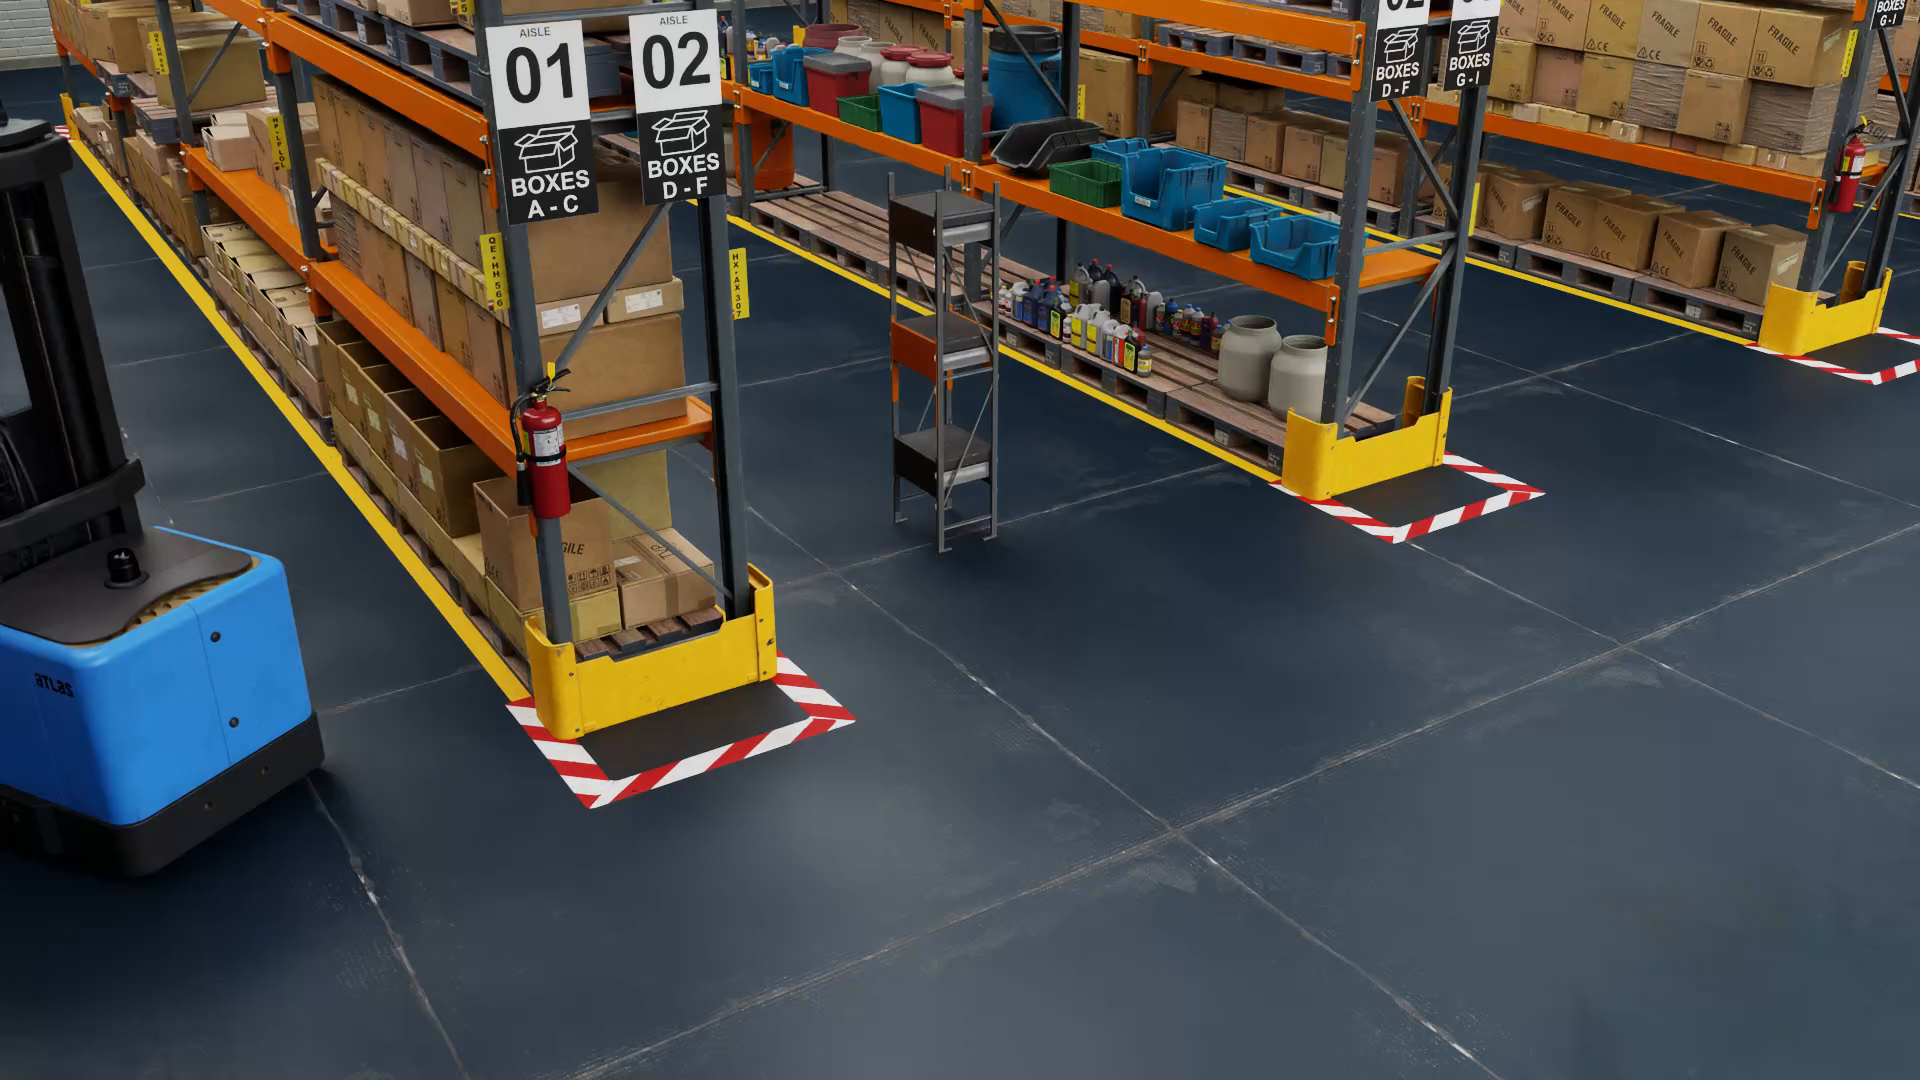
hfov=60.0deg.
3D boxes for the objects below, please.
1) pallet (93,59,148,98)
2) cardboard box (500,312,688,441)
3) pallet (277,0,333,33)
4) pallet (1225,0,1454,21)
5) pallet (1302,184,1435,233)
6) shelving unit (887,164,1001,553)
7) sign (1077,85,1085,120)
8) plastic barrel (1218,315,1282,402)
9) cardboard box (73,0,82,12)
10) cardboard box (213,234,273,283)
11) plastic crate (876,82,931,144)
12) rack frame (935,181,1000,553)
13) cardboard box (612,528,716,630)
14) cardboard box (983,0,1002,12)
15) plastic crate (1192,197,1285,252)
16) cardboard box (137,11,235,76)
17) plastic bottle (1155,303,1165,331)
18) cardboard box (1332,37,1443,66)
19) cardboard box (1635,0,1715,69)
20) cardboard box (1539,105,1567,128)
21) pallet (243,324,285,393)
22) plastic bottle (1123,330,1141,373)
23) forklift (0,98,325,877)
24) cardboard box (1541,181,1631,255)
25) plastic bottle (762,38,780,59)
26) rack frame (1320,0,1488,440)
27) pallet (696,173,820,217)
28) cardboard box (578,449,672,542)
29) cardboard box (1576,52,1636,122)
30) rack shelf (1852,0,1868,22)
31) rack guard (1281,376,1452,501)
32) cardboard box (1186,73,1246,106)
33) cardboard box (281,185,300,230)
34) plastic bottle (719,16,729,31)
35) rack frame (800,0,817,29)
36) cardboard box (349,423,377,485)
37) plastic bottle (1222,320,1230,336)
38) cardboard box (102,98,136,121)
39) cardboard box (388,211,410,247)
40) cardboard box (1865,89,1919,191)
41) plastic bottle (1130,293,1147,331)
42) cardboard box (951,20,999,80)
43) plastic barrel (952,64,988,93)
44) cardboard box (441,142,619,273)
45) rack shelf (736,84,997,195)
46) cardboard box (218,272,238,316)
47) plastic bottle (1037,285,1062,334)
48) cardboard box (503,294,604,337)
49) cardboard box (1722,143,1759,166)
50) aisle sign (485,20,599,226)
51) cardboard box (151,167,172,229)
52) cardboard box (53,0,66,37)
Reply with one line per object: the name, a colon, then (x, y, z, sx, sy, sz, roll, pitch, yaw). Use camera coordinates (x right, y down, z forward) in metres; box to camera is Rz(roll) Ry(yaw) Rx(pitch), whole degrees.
pallet: (-7.693, -4.510, 16.015, 1.003, 0.211, 1.213, -16, 29, -30)
cardboard box: (-1.731, -0.831, 7.880, 0.700, 0.500, 0.500, -16, 29, -30)
pallet: (-3.184, -3.064, 9.317, 1.003, 0.211, 1.213, -16, 29, -30)
pallet: (2.295, -3.359, 10.059, 1.003, 0.211, 1.213, -16, 29, -30)
pallet: (4.205, -3.371, 16.644, 1.003, 0.211, 1.213, -16, 29, -30)
shelving unit: (-0.090, -1.009, 9.427, 0.431, 2.100, 0.503, -16, 29, -30)
sign: (0.948, -3.449, 13.219, 0.100, 0.325, 0.005, -16, 29, -30)
plastic barrel: (1.968, -1.231, 11.266, 0.421, 0.512, 0.421, 0, 25, 0)
cardboard box: (-8.813, -5.709, 17.041, 0.500, 0.500, 0.500, -16, 30, -31)
cardboard box: (-5.521, -2.236, 13.045, 0.500, 0.311, 0.500, -16, 30, -31)
plastic crate: (-0.381, -3.515, 13.700, 0.392, 0.384, 0.575, -16, 29, -30)
rack frame: (0.043, -0.921, 9.242, 0.400, 2.100, 0.015, -16, 29, -30)
cardboard box: (-1.594, 0.194, 8.555, 0.500, 0.250, 0.500, -16, 29, -30)
cardboard box: (0.581, -6.858, 20.647, 0.500, 0.500, 0.500, -15, 29, -29)
plastic crate: (1.791, -2.045, 10.742, 0.499, 0.251, 0.408, -16, 29, -30)
cardboard box: (-7.022, -4.526, 15.214, 0.500, 0.500, 0.700, 21, 33, 37)
plastic bottle: (1.528, -1.691, 12.581, 0.097, 0.201, 0.097, 0, 25, 0)
cardboard box: (4.315, -5.132, 15.913, 1.000, 1.000, 1.000, -15, 29, -29)
cardboard box: (5.759, -4.051, 13.181, 0.500, 0.500, 0.500, -16, 29, -30)
cardboard box: (5.200, -3.652, 14.267, 0.380, 0.149, 0.250, -16, 29, -30)
pallet: (-4.776, -1.477, 12.631, 1.003, 0.211, 1.213, -16, 29, -30)
plastic bottle: (1.216, -1.332, 11.724, 0.061, 0.283, 0.133, -15, 29, -28)
forklift: (-4.415, -0.374, 7.110, 3.031, 2.935, 1.130, 12, 28, 24)
cardboard box: (5.540, -2.854, 14.719, 0.500, 0.500, 0.500, -19, 31, -34)
plastic bottle: (-1.920, -4.970, 16.910, 0.152, 0.276, 0.135, -16, 29, -30)
rack frame: (2.665, -1.769, 9.984, 1.000, 3.000, 0.127, -16, 29, -30)
pallet: (-2.168, -3.642, 17.217, 1.003, 0.211, 1.213, -16, 29, -30)
cardboard box: (-1.868, -0.324, 8.773, 0.500, 0.500, 0.500, -16, 29, -30)
cardboard box: (5.664, -3.828, 13.879, 0.875, 0.500, 0.500, -16, 29, -30)
rack shelf: (5.723, -4.670, 13.457, 1.077, 0.370, 4.000, -16, 29, -30)
rack guard: (2.584, -0.655, 10.552, 1.175, 0.500, 0.348, -16, 29, -30)
cardboard box: (2.839, -4.960, 18.277, 0.500, 0.250, 0.500, -14, 29, -28)
cardboard box: (-4.305, -2.258, 11.176, 0.396, 0.266, 0.258, -16, 30, -31)
plastic bottle: (-2.509, -5.392, 17.717, 0.144, 0.351, 0.185, -16, 29, -30)
rack frame: (-1.920, -8.646, 24.552, 1.000, 3.000, 0.127, -16, 29, -30)
cardboard box: (-3.403, -0.577, 10.187, 0.500, 0.250, 0.500, -16, 29, -30)
plastic bottle: (1.936, -1.455, 12.000, 0.097, 0.271, 0.097, 0, 25, 0)
cardboard box: (-9.068, -4.649, 18.493, 0.797, 0.503, 0.637, -16, 29, -30)
cardboard box: (-2.838, -1.691, 8.941, 0.380, 0.149, 0.250, -16, 30, -30)
cardboard box: (9.622, -4.140, 17.003, 0.875, 0.875, 0.875, -15, 29, -29)
plastic bottle: (1.352, -1.739, 12.587, 0.061, 0.283, 0.133, -16, 29, -30)
cardboard box: (0.630, -6.220, 21.410, 1.225, 0.875, 0.875, -15, 29, -29)
plastic barrel: (0.143, -3.655, 13.819, 0.433, 0.535, 0.433, 0, 25, 0)
cardboard box: (-2.052, -1.624, 8.039, 0.700, 0.500, 0.500, -16, 30, -31)
rack shelf: (-0.610, -3.590, 14.683, 1.077, 0.370, 4.000, -16, 29, -30)
cardboard box: (-5.539, -1.989, 13.178, 0.500, 0.250, 0.500, -16, 30, -31)
plastic bottle: (0.677, -1.748, 12.527, 0.144, 0.351, 0.185, -17, 30, -32)
cardboard box: (-1.855, -1.047, 7.577, 0.380, 0.149, 0.250, -16, 30, -30)
cardboard box: (6.171, -3.031, 12.950, 0.380, 0.149, 0.250, -16, 29, -30)
aisle sign: (-1.697, -1.700, 6.792, 0.394, 0.787, 0.004, -16, 29, -30)
cardboard box: (-7.136, -3.197, 15.422, 0.500, 0.500, 0.500, -17, 30, -31)
cardboard box: (-9.914, -5.981, 18.788, 0.500, 0.500, 0.500, -16, 30, -30)
